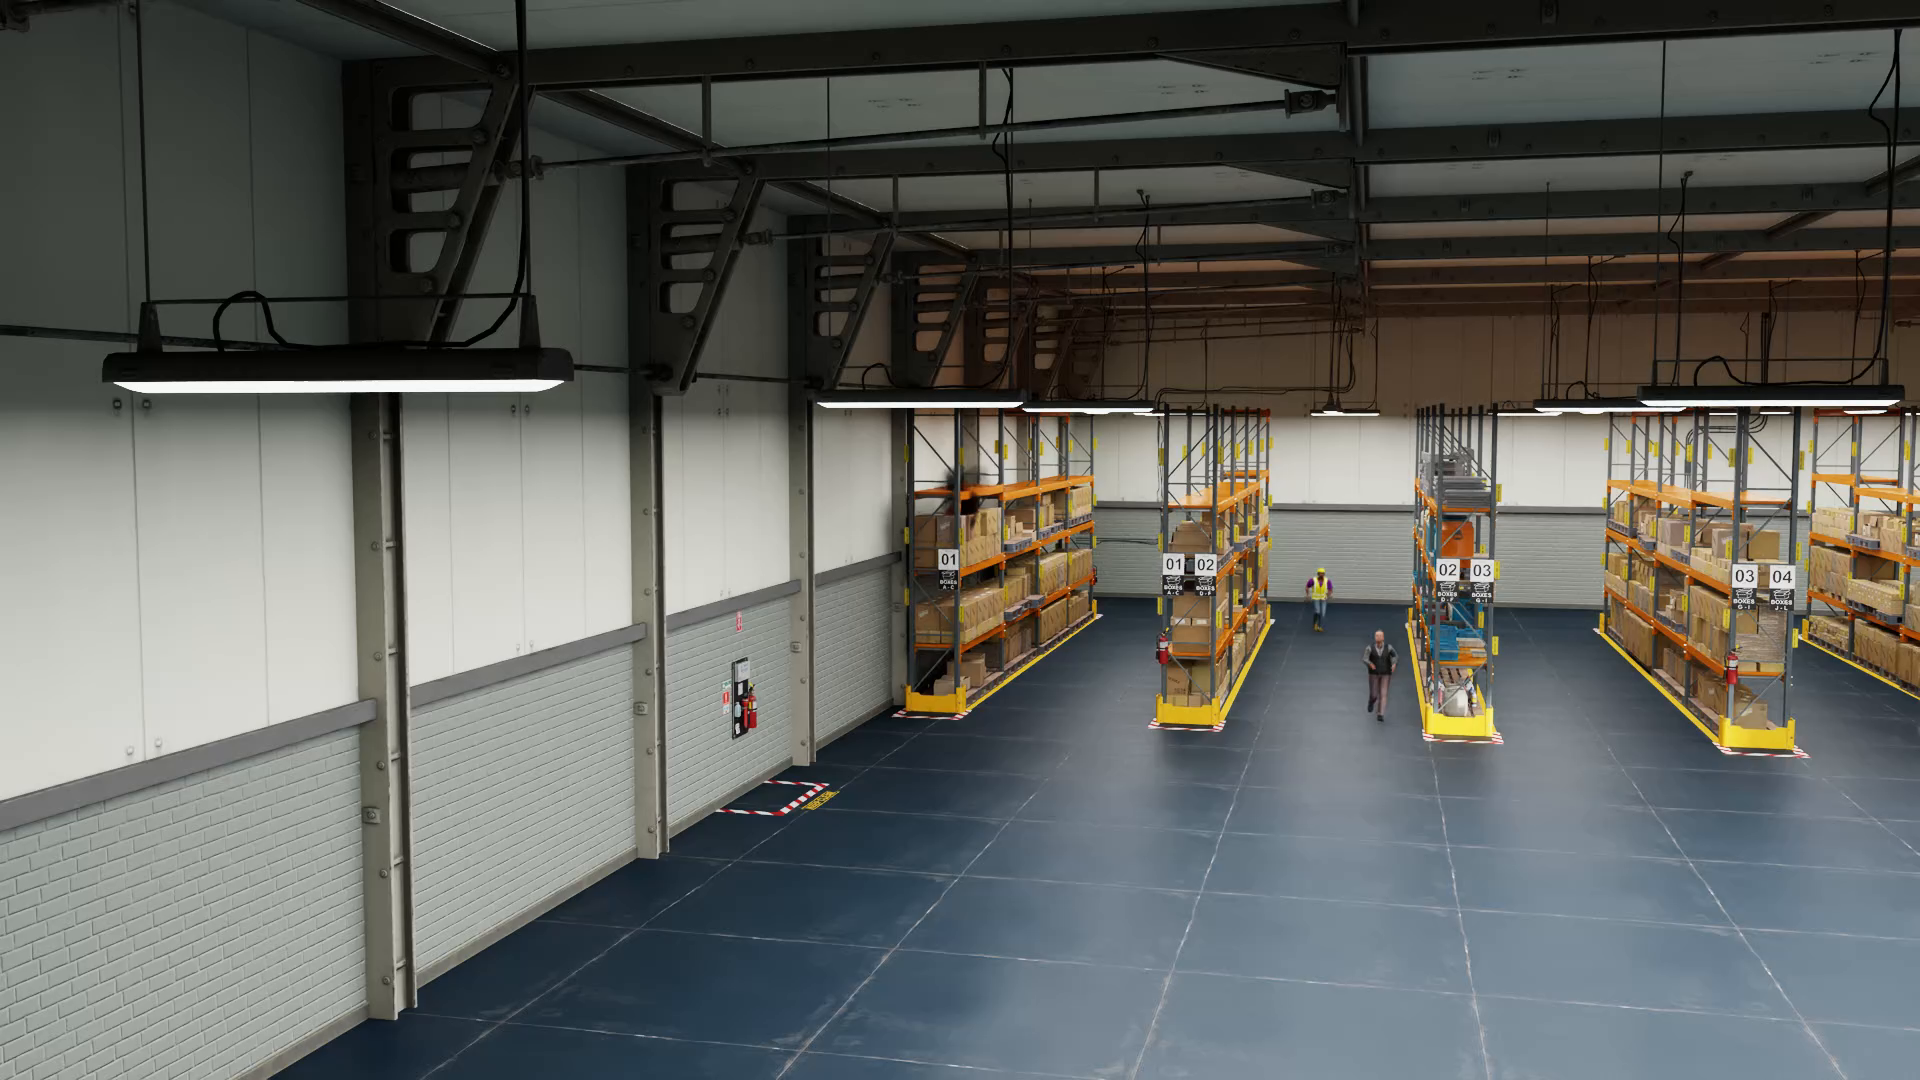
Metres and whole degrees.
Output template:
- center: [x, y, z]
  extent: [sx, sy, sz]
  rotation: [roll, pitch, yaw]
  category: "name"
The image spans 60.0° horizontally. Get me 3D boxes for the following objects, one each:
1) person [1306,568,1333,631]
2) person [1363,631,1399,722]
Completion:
- center: [9.644, 1.603, 44.556]
  extent: [0.683, 1.717, 0.712]
  rotation: [0, 4, 1]
  category: "person"
- center: [8.002, 2.586, 31.647]
  extent: [0.676, 1.668, 0.855]
  rotation: [1, 4, 14]
  category: "person"
